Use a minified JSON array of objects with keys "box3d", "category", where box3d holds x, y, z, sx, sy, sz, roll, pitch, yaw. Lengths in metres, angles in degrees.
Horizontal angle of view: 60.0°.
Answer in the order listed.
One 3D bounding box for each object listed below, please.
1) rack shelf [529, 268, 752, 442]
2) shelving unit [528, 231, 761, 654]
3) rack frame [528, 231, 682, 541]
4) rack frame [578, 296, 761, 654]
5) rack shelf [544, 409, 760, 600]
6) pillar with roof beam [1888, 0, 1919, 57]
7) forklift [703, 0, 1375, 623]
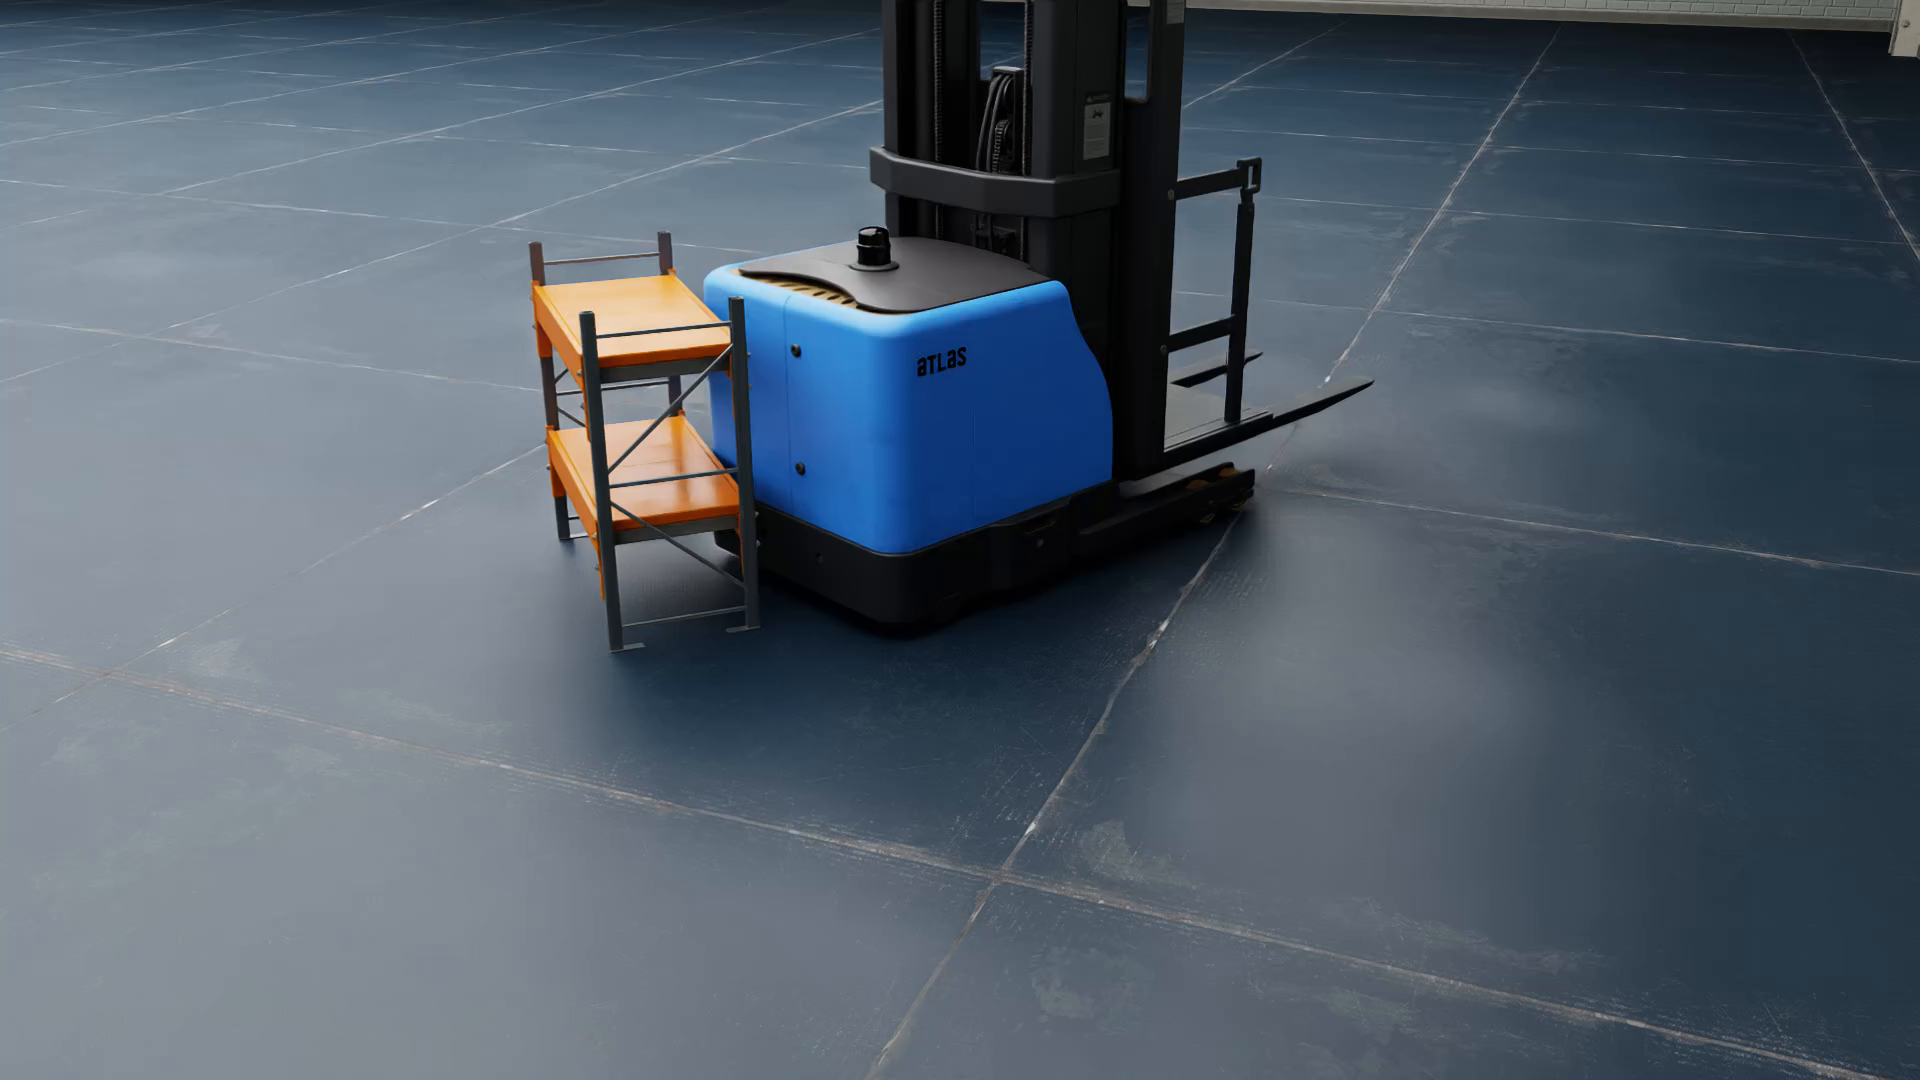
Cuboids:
[{"box3d":[-1.090,-0.645,5.575,0.538,0.278,1.000,-9,24,-20],"category":"rack shelf"},{"box3d":[-1.090,-0.375,5.688,0.538,1.125,1.048,-9,24,-20],"category":"shelving unit"},{"box3d":[-1.279,-0.557,6.124,0.500,1.125,0.032,-9,24,-20],"category":"rack frame"},{"box3d":[-0.902,-0.193,5.252,0.500,1.125,0.032,-9,24,-20],"category":"rack frame"},{"box3d":[-1.090,-0.149,5.782,0.538,0.278,1.000,-9,24,-20],"category":"rack shelf"},{"box3d":[7.784,-10.829,20.500,9.100,9.000,0.400,9,24,20],"category":"pillar with roof beam"},{"box3d":[0.518,-1.547,6.150,3.031,2.935,1.130,-20,30,-40],"category":"forklift"}]
